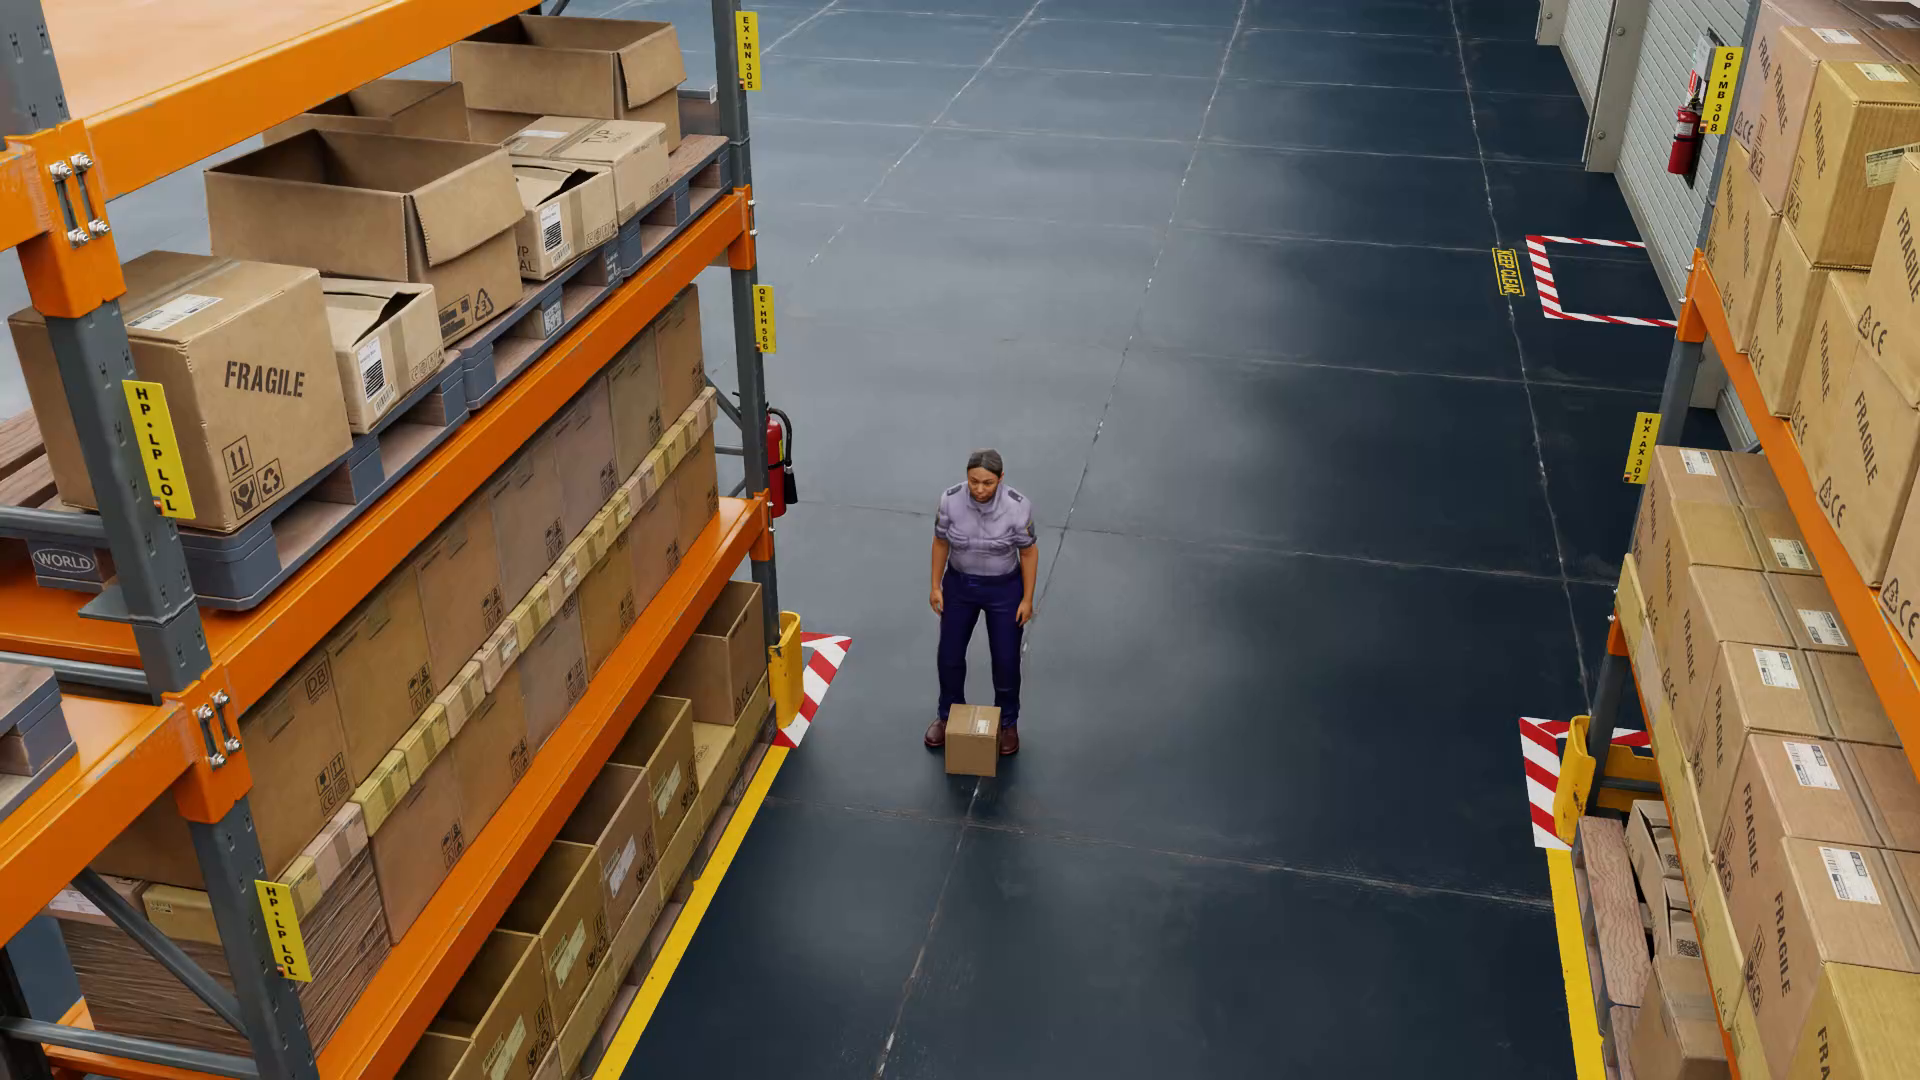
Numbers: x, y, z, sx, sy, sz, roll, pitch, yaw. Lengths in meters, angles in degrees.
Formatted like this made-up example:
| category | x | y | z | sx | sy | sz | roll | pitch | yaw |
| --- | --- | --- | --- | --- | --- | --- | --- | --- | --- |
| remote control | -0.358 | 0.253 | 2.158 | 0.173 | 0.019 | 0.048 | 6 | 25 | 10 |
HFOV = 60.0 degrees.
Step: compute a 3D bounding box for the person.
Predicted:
| category | x | y | z | sx | sy | sz | roll | pitch | yaw |
| --- | --- | --- | --- | --- | --- | --- | --- | --- | --- |
| person | 0.106 | 0.269 | 8.135 | 0.537 | 1.651 | 0.374 | 6 | 30 | 11 |
